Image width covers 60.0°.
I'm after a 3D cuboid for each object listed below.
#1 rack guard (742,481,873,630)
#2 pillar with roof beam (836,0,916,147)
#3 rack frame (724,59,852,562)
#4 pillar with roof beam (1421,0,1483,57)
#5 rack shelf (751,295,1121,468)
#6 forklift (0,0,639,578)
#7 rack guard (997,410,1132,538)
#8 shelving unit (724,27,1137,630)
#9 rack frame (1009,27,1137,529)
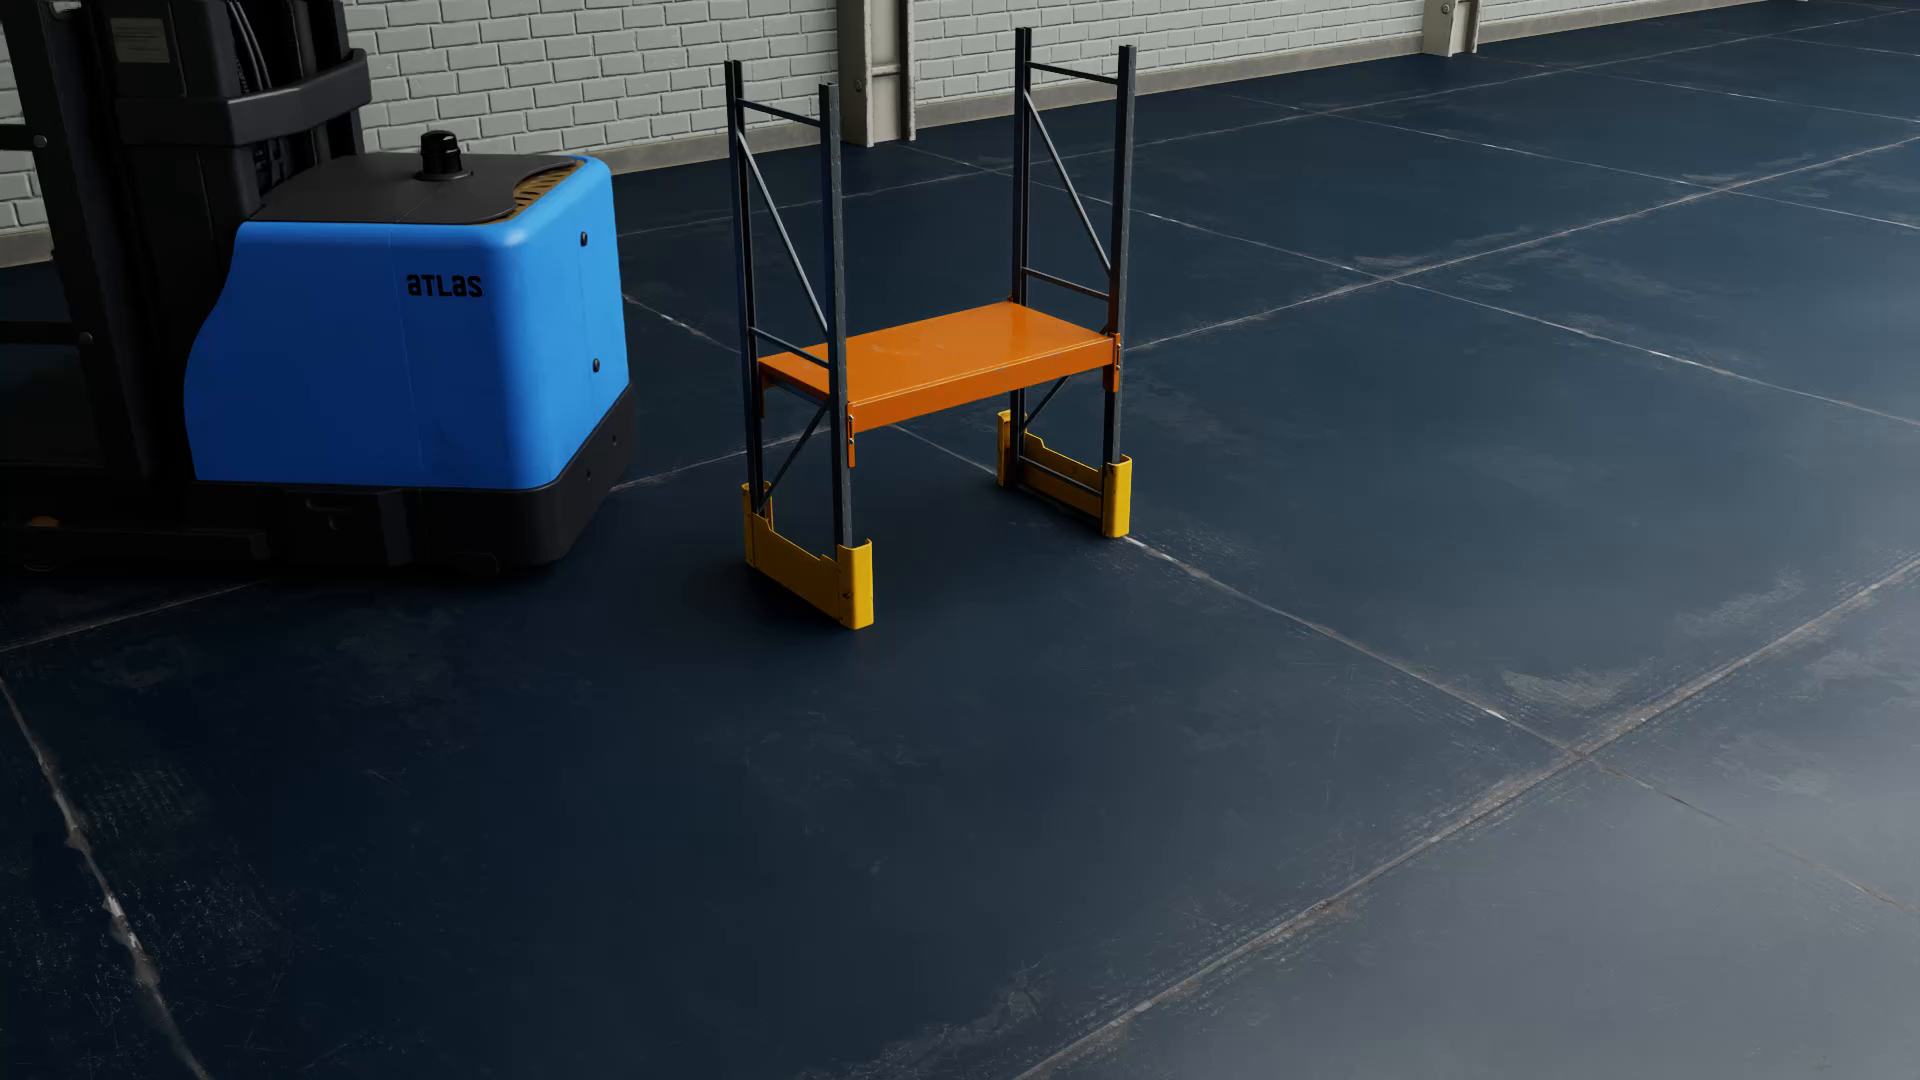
[{"bbox_3d":[-0.452,0.036,4.876,0.087,0.250,0.587,-18,31,-34],"label":"rack guard"},{"bbox_3d":[2.119,-5.284,5.945,0.400,9.000,9.100,-18,31,-34],"label":"pillar with roof beam"},{"bbox_3d":[-0.467,-0.526,4.602,0.032,1.500,0.500,-18,31,-34],"label":"rack frame"},{"bbox_3d":[6.840,-6.842,9.304,0.400,9.000,9.100,-18,31,-34],"label":"pillar with roof beam"},{"bbox_3d":[-0.067,-0.495,4.962,1.000,0.185,0.538,-18,31,-34],"label":"rack shelf"},{"bbox_3d":[-2.656,-1.452,4.896,3.031,2.935,1.130,2,25,4],"label":"forklift"},{"bbox_3d":[0.332,-0.223,5.433,0.087,0.250,0.587,-18,31,-34],"label":"rack guard"},{"bbox_3d":[-0.060,-0.661,4.892,1.083,1.500,0.587,-18,31,-34],"label":"shelving unit"},{"bbox_3d":[0.333,-0.790,5.171,0.032,1.500,0.500,-18,31,-34],"label":"rack frame"}]
